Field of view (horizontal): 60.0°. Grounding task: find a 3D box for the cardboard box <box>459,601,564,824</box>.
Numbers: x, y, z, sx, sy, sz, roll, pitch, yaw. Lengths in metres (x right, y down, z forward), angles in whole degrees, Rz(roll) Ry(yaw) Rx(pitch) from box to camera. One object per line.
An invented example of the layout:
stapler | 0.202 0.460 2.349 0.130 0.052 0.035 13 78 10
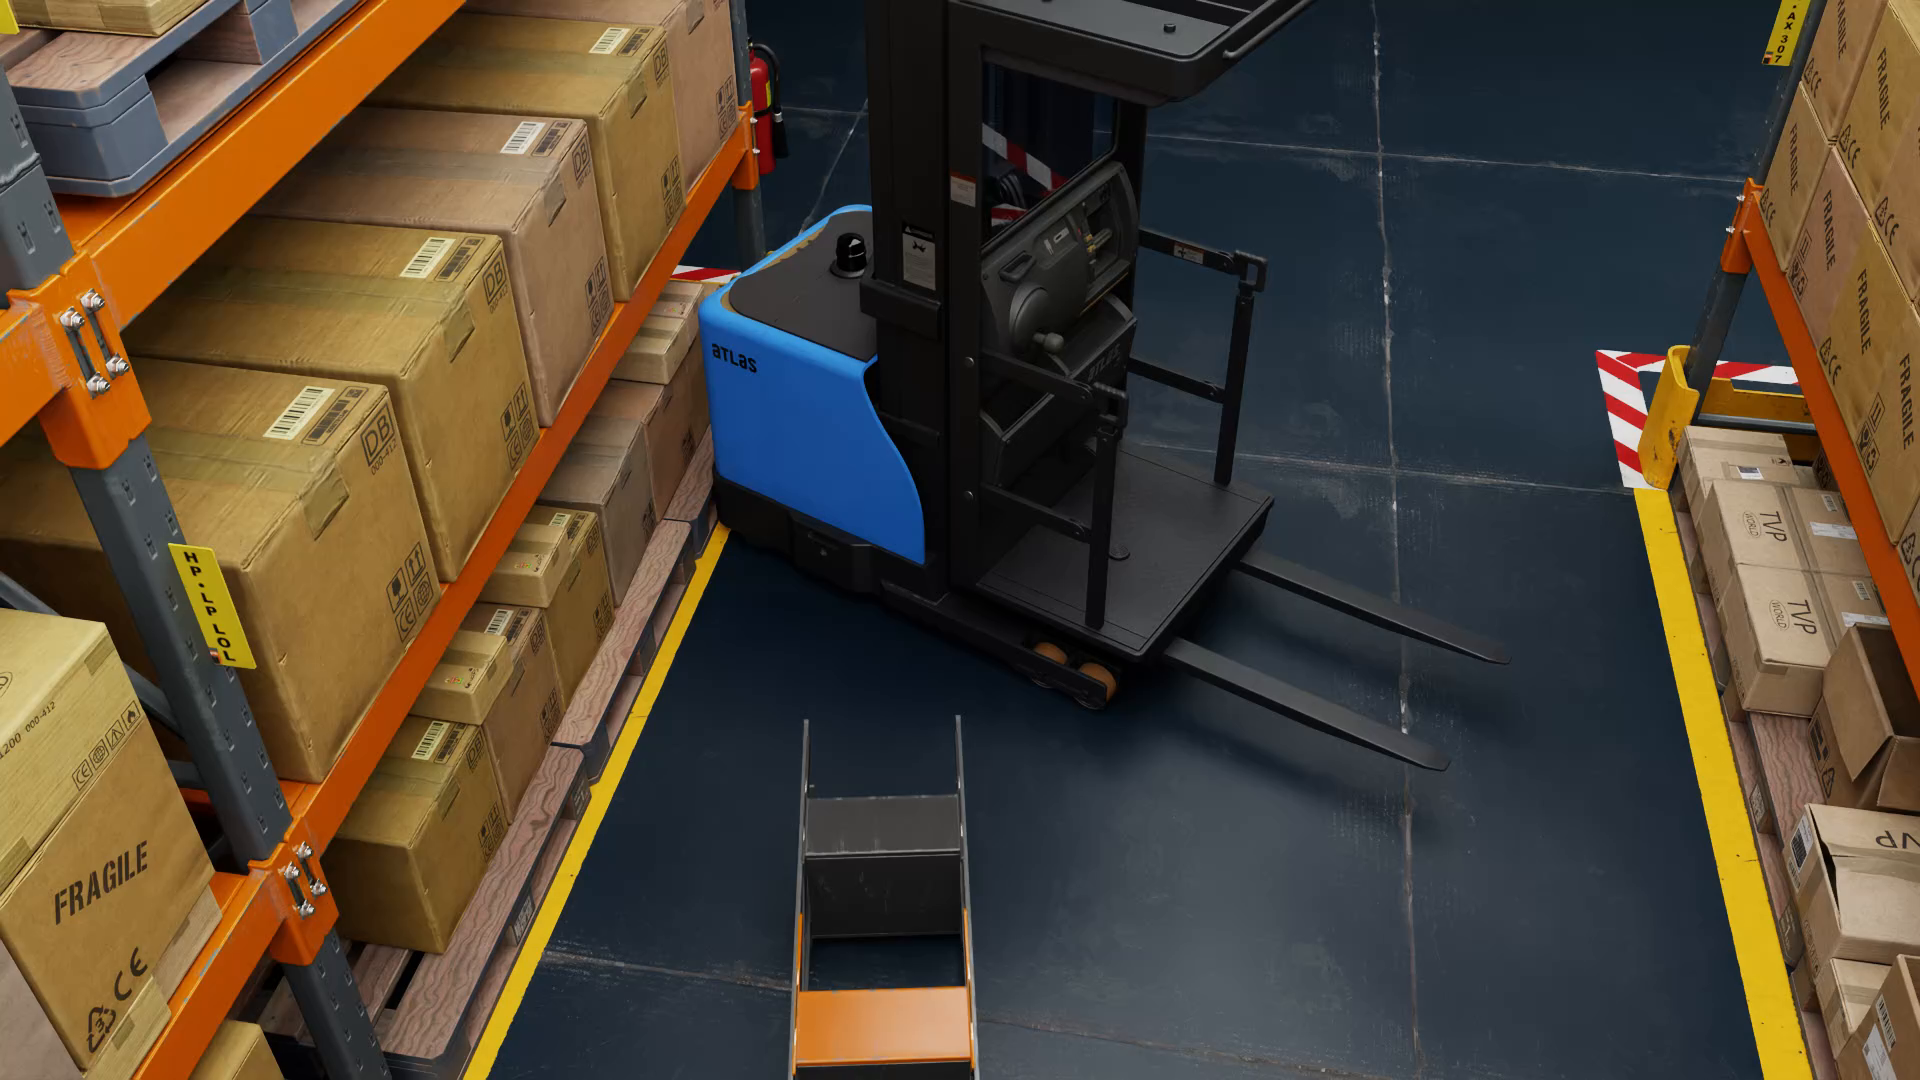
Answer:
cardboard box | -1.737 0.529 5.389 0.700 0.500 0.500 6 40 7

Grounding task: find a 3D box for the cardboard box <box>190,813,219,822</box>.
cardboard box | -2.048 0.663 4.718 0.380 0.149 0.250 6 40 7

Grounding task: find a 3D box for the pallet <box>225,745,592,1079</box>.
pallet | -1.849 1.106 5.247 1.003 0.211 1.213 6 40 8

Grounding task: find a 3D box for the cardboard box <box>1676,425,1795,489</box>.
cardboard box | 3.103 -0.312 6.666 0.380 0.149 0.250 6 40 8

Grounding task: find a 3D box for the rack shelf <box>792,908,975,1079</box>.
rack shelf | -0.210 1.385 4.690 0.480 0.431 0.518 -1 40 -2

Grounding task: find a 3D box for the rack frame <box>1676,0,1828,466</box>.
rack frame | 3.514 -1.467 6.170 1.000 3.000 0.127 6 40 8

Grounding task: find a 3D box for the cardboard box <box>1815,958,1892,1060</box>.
cardboard box | 2.647 1.342 4.665 0.380 0.149 0.250 6 40 8

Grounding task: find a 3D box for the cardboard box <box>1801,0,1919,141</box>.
cardboard box | 3.178 -1.641 5.518 0.500 0.500 0.500 8 40 9

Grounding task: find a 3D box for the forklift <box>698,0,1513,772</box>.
forklift | 0.523 -0.908 5.548 3.031 2.935 1.130 23 45 25

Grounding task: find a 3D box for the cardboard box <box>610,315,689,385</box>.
cardboard box | -1.274 -0.747 6.423 0.380 0.149 0.250 7 40 9

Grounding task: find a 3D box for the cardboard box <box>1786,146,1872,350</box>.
cardboard box | 3.094 -0.931 5.444 0.500 0.500 0.500 6 40 7

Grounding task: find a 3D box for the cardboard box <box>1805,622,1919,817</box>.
cardboard box | 3.142 0.657 5.215 0.797 0.503 0.637 6 40 8

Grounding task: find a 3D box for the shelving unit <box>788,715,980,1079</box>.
shelving unit | -0.210 1.394 4.679 0.503 0.431 2.100 -1 40 -2

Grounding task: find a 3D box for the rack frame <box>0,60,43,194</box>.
rack frame | -2.058 -1.812 1.880 1.000 3.000 0.127 6 40 8

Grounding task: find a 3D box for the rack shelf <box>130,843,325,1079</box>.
rack shelf | -2.404 2.032 2.502 1.077 0.370 4.000 6 40 8

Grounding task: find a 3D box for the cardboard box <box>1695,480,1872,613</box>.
cardboard box | 3.054 0.047 6.151 0.500 0.250 0.500 6 40 8

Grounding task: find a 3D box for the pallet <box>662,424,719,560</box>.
pallet | -1.427 -0.425 7.099 1.003 0.211 1.213 6 40 8

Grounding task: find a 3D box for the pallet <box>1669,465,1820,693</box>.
pallet | 3.364 0.156 6.395 1.003 0.211 1.213 6 40 8

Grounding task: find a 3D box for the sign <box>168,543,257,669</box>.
sign | -1.521 0.138 3.383 0.100 0.325 0.005 6 40 8

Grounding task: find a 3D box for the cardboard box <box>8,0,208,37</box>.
cardboard box | -1.678 -1.203 3.207 0.500 0.250 0.500 6 40 8

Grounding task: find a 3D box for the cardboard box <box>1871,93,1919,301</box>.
cardboard box | 3.003 -0.999 4.741 0.500 0.500 0.500 7 40 8

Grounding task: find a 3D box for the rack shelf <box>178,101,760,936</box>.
rack shelf | -1.711 -0.478 5.539 1.077 0.370 4.000 6 40 8

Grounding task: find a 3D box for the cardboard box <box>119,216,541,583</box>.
cardboard box | -1.816 -0.412 4.659 0.980 0.700 0.700 5 40 7

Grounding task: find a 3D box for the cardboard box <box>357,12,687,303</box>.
cardboard box | -1.559 -1.347 5.790 0.980 0.700 0.700 6 40 7

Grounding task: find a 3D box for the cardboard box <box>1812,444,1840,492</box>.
cardboard box | 3.663 -0.304 6.380 0.500 0.500 0.500 6 40 8

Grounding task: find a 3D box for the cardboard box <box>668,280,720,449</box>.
cardboard box | -1.388 -0.759 6.946 0.700 0.500 0.500 6 40 8

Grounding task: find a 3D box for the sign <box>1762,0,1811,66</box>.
sign | 2.980 -1.860 5.966 0.100 0.325 0.005 6 40 8

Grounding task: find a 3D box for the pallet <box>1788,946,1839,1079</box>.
pallet | 2.942 1.688 4.543 1.003 0.211 1.213 6 40 8

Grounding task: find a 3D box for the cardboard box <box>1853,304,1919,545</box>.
cardboard box | 2.916 -0.303 4.684 0.500 0.500 0.500 7 40 8

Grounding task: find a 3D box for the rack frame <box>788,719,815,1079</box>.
rack frame | -0.453 1.400 4.672 0.015 0.400 2.100 -1 40 -2

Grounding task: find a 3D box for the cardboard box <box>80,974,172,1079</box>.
cardboard box | -1.858 0.993 3.376 0.380 0.149 0.250 7 40 8

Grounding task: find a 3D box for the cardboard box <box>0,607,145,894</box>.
cardboard box | -1.886 0.371 3.031 0.500 0.250 0.500 7 40 9

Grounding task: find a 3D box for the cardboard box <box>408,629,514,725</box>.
cardboard box | -1.588 0.399 5.037 0.380 0.149 0.250 8 40 9

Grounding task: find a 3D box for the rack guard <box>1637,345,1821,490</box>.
rack guard | 3.501 -0.455 6.909 1.175 0.500 0.348 6 40 8

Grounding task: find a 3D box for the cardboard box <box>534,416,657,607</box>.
cardboard box | -1.561 -0.129 6.184 0.700 0.500 0.500 5 40 6
